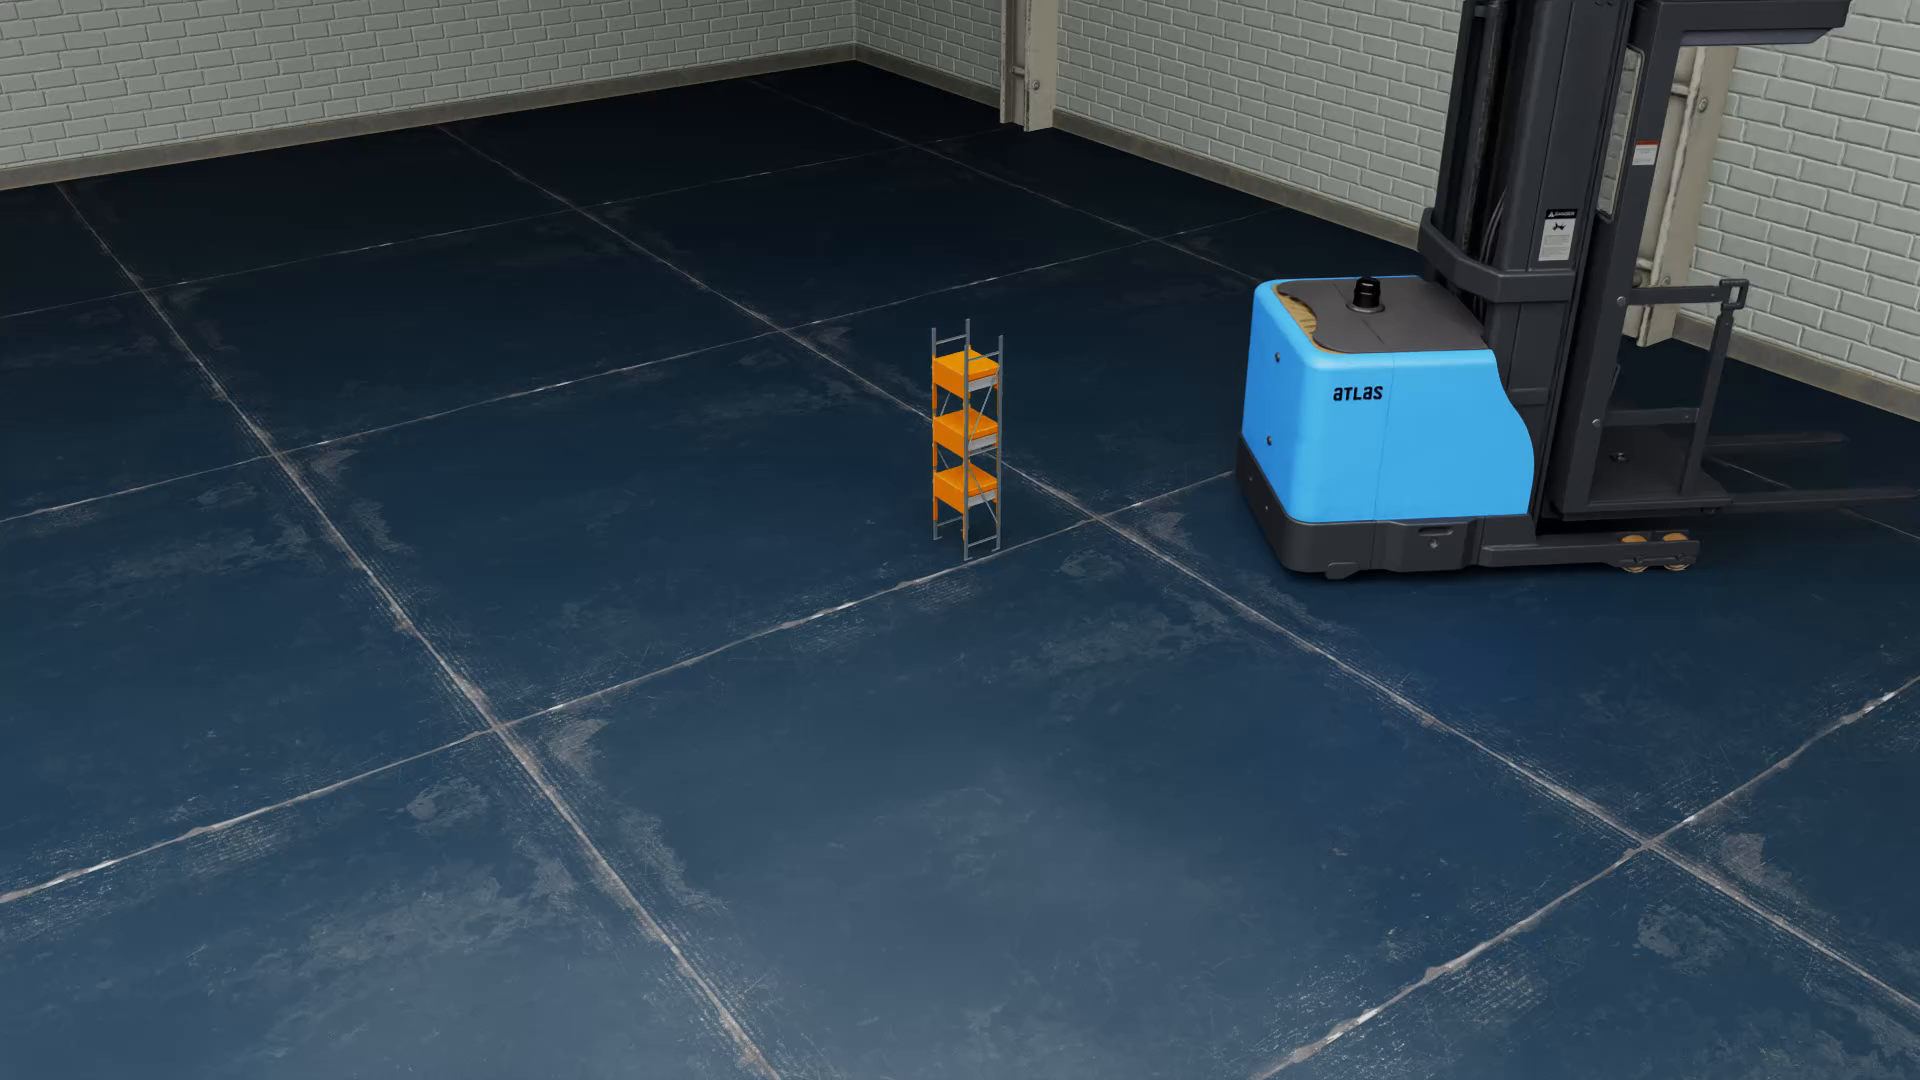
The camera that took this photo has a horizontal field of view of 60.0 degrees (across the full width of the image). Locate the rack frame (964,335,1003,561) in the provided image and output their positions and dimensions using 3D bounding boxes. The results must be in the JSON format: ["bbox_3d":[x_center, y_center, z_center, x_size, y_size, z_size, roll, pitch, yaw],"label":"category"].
[{"bbox_3d":[0.102,-0.393,7.374,0.200,1.050,0.008,-19,34,-31],"label":"rack frame"}]

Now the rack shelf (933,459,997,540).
[{"bbox_3d":[0.031,-0.187,7.599,0.215,0.259,0.240,-19,34,-31],"label":"rack shelf"}]

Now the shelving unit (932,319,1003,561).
[{"bbox_3d":[0.031,-0.441,7.461,0.215,1.050,0.252,-19,34,-31],"label":"shelving unit"}]

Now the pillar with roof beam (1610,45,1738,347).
[{"bbox_3d":[0.556,-4.024,5.731,9.100,9.000,0.400,-19,34,-31],"label":"pillar with roof beam"}]

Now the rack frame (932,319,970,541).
[{"bbox_3d":[-0.040,-0.488,7.548,0.200,1.050,0.008,-19,34,-31],"label":"rack frame"}]

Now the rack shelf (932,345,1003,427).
[{"bbox_3d":[0.031,-0.681,7.331,0.215,0.259,0.240,-19,34,-31],"label":"rack shelf"}]

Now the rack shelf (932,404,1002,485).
[{"bbox_3d":[0.031,-0.431,7.466,0.215,0.259,0.240,-19,34,-31],"label":"rack shelf"}]

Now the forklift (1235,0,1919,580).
[{"bbox_3d":[2.897,-1.391,7.241,3.031,2.935,1.130,-3,29,-5],"label":"forklift"}]

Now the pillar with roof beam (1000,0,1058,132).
[{"bbox_3d":[-2.925,-6.357,10.026,9.100,9.000,0.400,-19,34,-31],"label":"pillar with roof beam"}]
